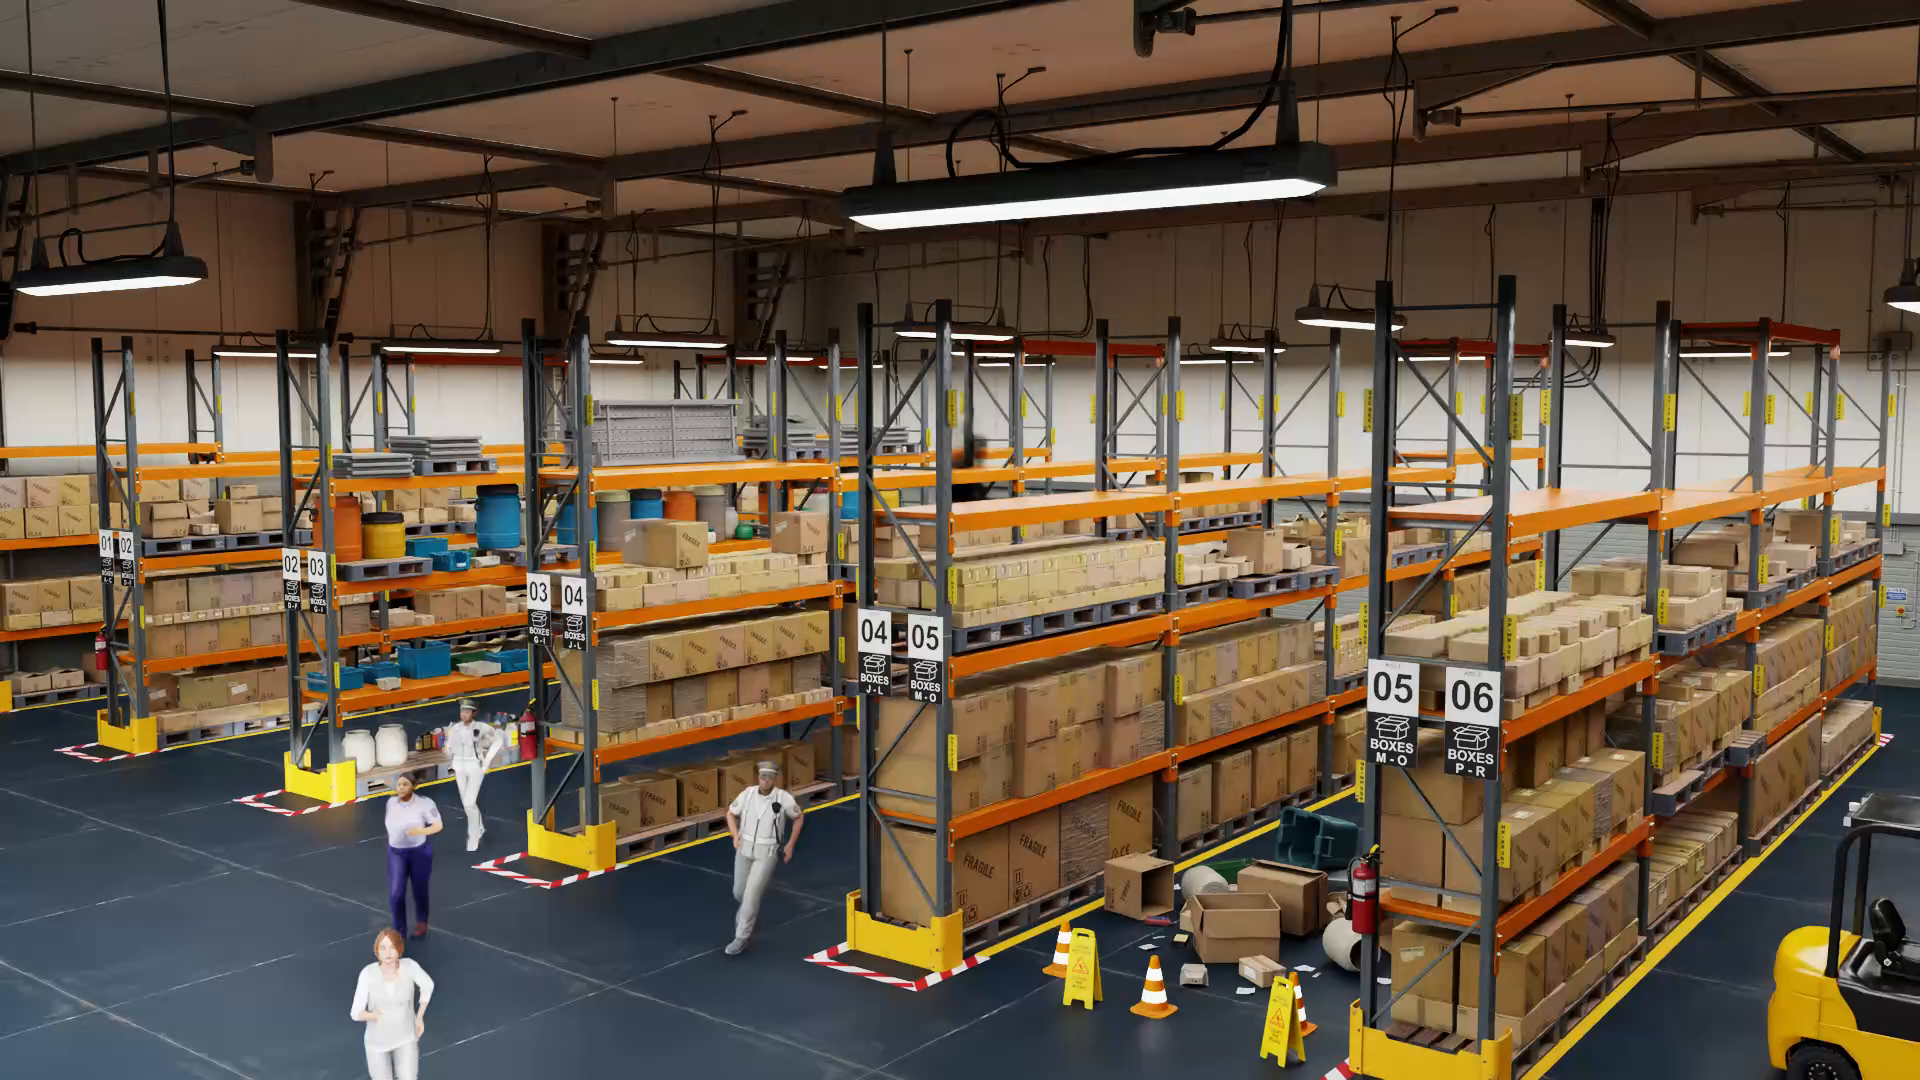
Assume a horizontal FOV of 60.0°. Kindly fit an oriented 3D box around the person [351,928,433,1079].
[{"bbox_3d":[-3.789,3.404,11.112,0.514,1.635,0.660,-1,5,-15],"label":"person"}]

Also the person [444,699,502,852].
[{"bbox_3d":[-5.606,2.672,19.013,0.595,1.739,0.687,1,5,12],"label":"person"}]

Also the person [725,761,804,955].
[{"bbox_3d":[-1.872,2.930,15.659,0.726,1.741,0.943,1,5,10],"label":"person"}]

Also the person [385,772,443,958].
[{"bbox_3d":[-5.124,3.006,15.598,0.576,1.715,0.764,-1,5,-6],"label":"person"}]
